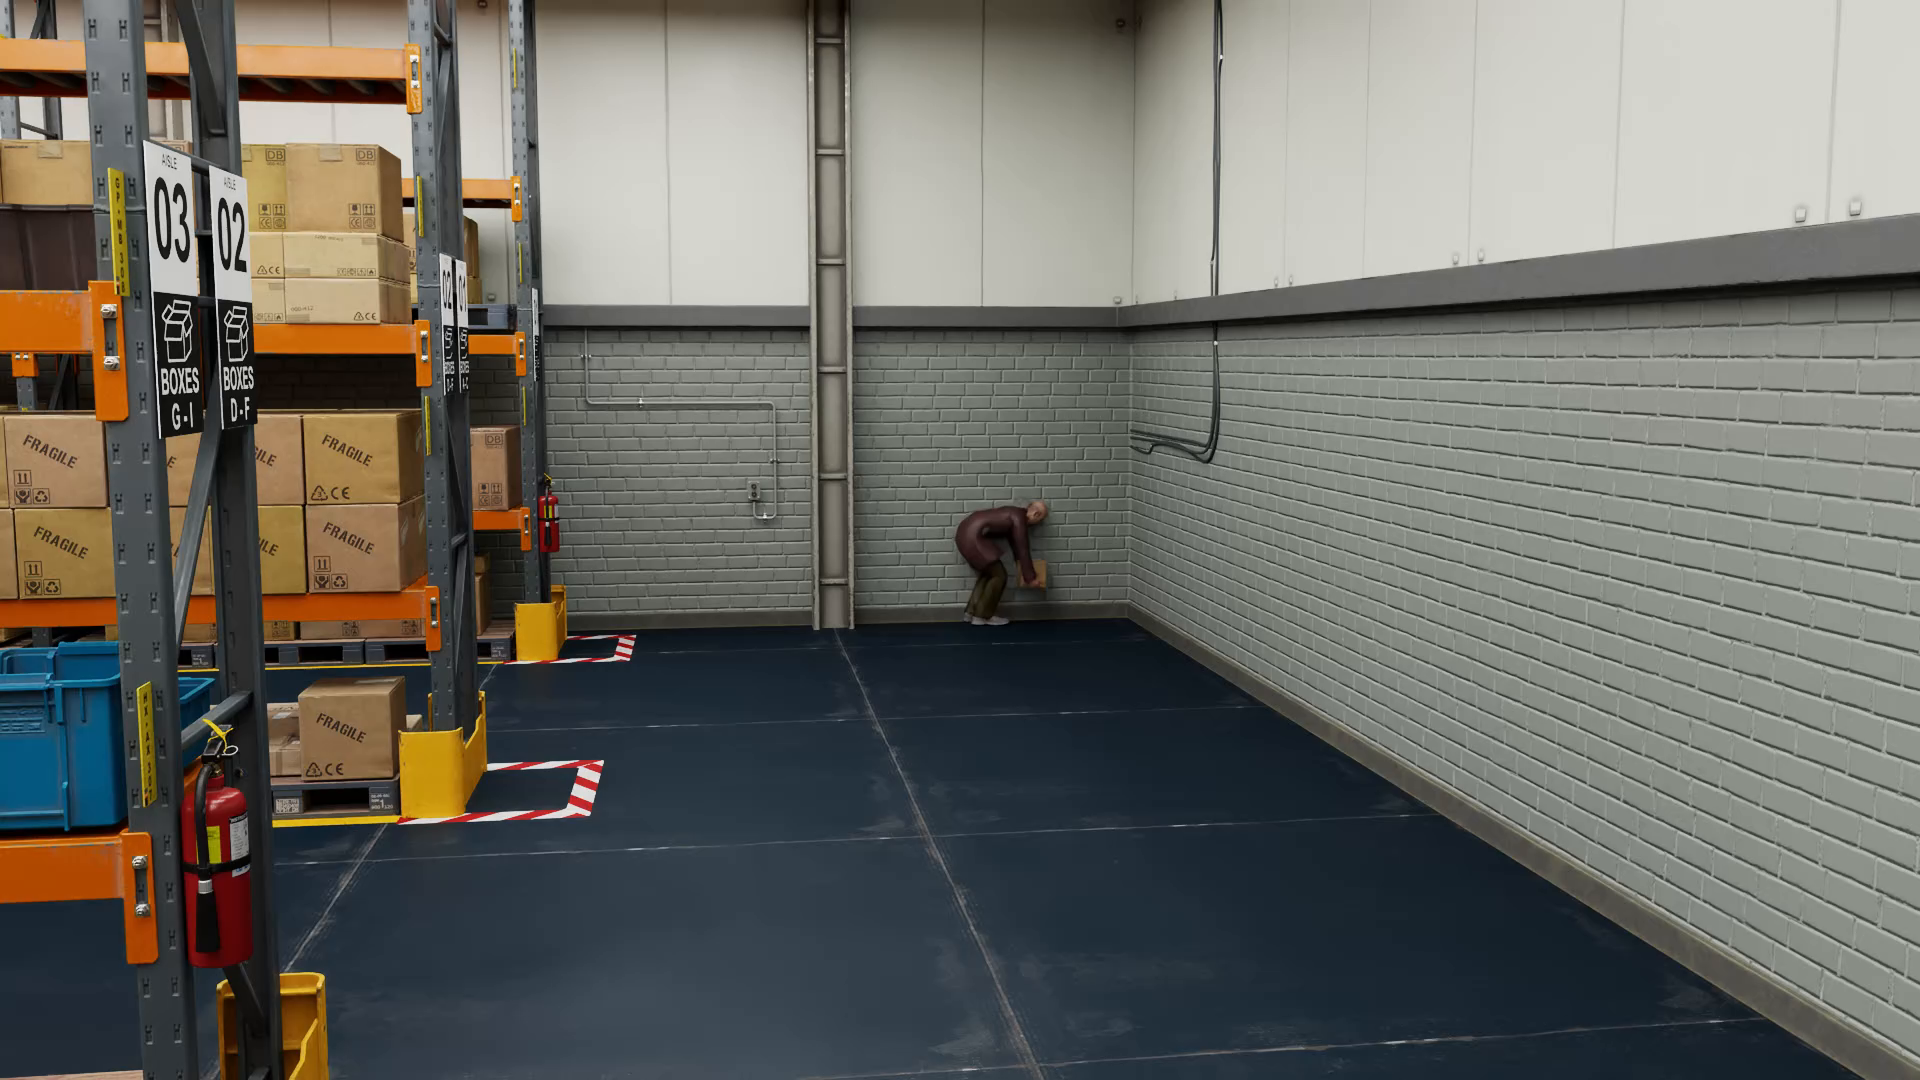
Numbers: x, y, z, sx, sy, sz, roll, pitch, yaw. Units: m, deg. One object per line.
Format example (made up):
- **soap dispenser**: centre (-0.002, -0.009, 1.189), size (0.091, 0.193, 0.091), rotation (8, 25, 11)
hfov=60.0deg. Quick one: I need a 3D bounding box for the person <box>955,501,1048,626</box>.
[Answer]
- **person**: centre (0.415, 0.225, 16.370), size (0.928, 1.200, 0.574), rotation (-1, 6, -11)
